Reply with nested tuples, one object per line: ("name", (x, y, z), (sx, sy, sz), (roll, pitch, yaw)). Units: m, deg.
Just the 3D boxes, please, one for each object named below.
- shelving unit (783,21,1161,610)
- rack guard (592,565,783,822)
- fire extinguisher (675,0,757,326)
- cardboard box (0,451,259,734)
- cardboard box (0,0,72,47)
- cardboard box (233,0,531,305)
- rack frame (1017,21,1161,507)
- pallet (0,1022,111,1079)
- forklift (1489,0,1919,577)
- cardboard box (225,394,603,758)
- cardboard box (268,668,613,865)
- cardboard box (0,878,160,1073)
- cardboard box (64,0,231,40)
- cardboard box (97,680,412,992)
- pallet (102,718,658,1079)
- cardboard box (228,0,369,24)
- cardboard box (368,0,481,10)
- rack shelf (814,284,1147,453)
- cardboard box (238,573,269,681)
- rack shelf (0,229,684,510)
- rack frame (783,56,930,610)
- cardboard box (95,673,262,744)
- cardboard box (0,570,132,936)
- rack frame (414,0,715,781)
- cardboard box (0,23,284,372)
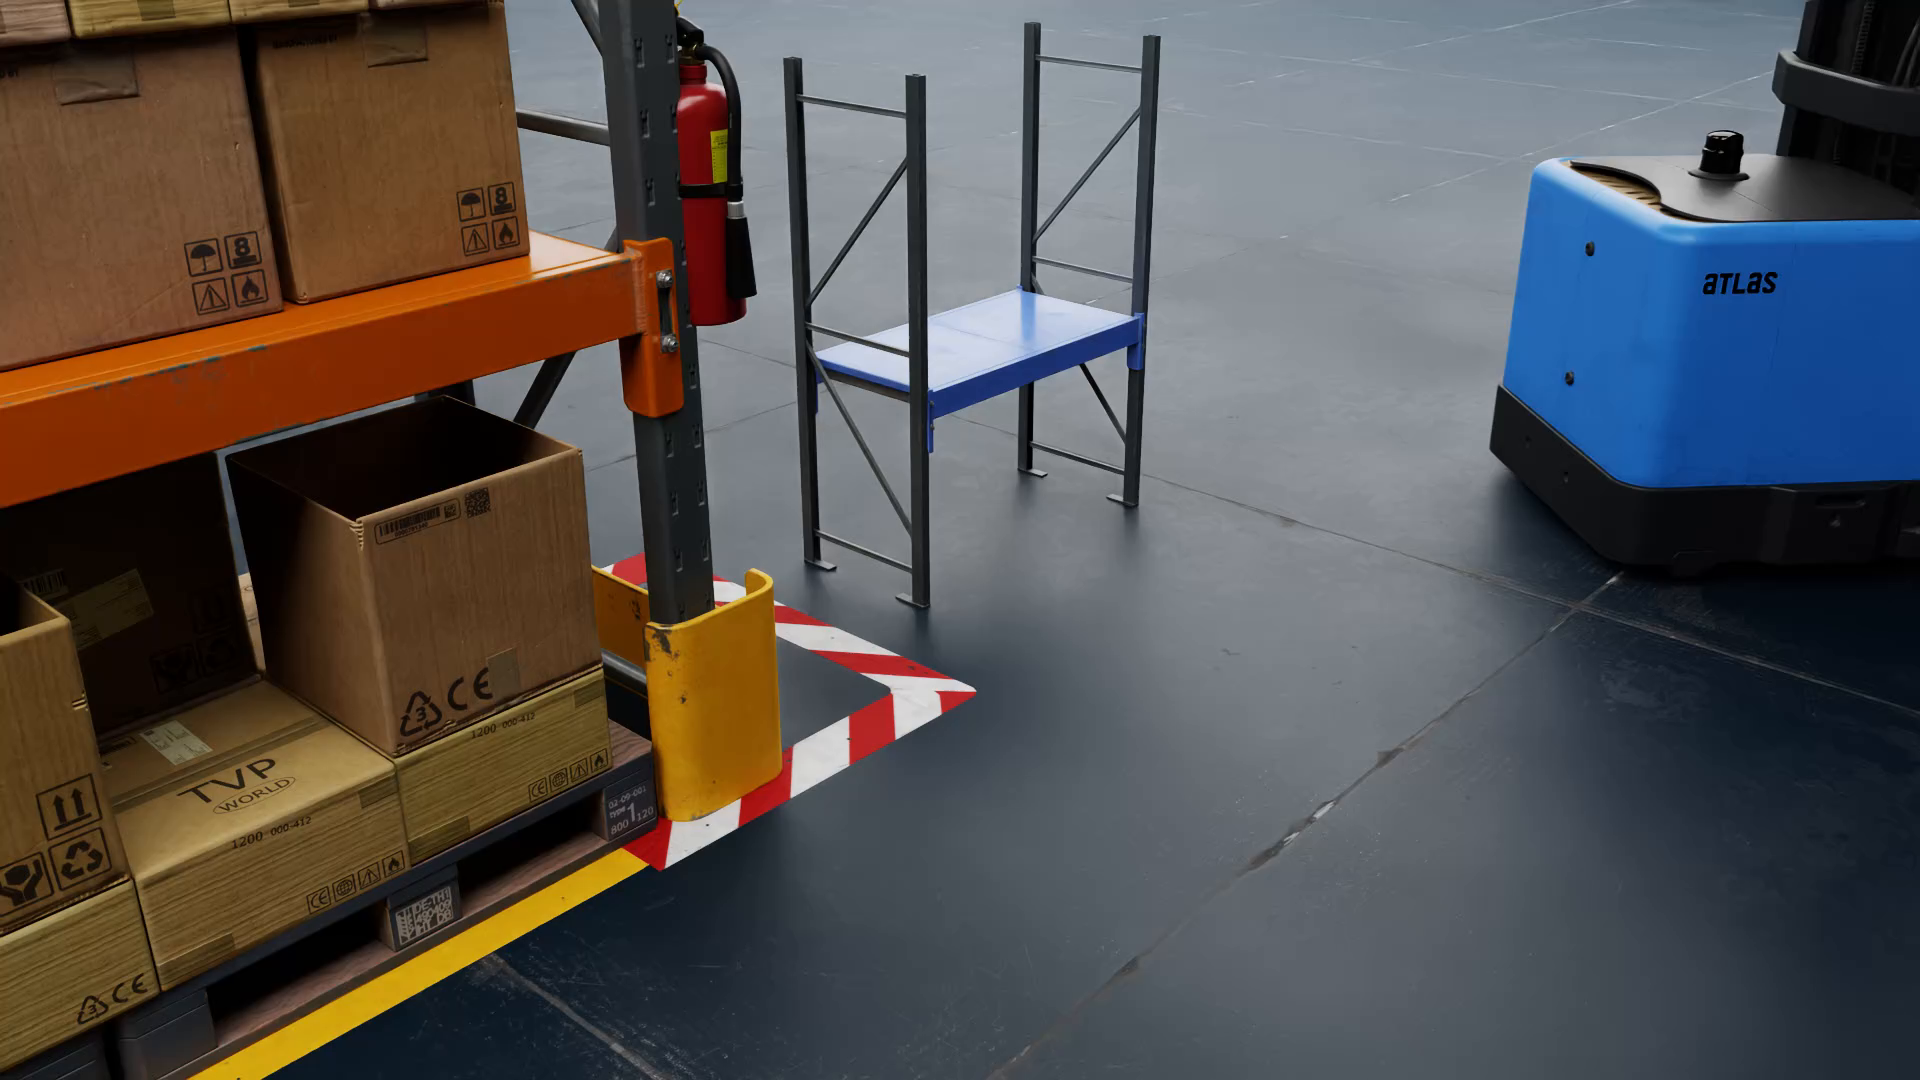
("shelving unit", (0.057, -0.710, 5.001), (0.538, 1.500, 1.048), (20, 31, 38))
("rack guard", (-0.952, 0.217, 4.154), (1.175, 0.500, 0.348), (20, 31, 38))
("fire extinguisher", (-0.543, -0.790, 3.440), (0.296, 0.674, 0.183), (20, 31, 38))
("cardboard box", (-1.823, 0.060, 3.380), (0.500, 0.500, 0.500), (20, 31, 38))
("cardboard box", (-1.595, -0.855, 2.576), (0.380, 0.149, 0.250), (21, 31, 38))
("cardboard box", (-1.289, -0.823, 3.297), (0.700, 0.500, 0.500), (20, 31, 38))
("rack frame", (0.396, -0.865, 5.347), (0.500, 1.500, 0.032), (20, 31, 38))
("pallet", (-2.261, 0.971, 2.827), (1.003, 0.211, 1.213), (20, 31, 38))
("forklift", (3.384, -1.461, 4.925), (3.031, 2.935, 1.130), (-2, 24, -5))
("cardboard box", (-1.104, 0.050, 3.404), (0.500, 0.500, 0.500), (20, 31, 38))
("cardboard box", (-1.106, 0.391, 3.559), (0.500, 0.250, 0.500), (20, 31, 38))
("cardboard box", (-1.763, 0.700, 2.871), (0.500, 0.250, 0.500), (20, 31, 38))
("cardboard box", (-1.425, -0.931, 2.745), (0.380, 0.149, 0.250), (20, 31, 37))
("cardboard box", (-1.430, 0.547, 3.212), (0.500, 0.250, 0.500), (20, 31, 38))
("pallet", (-1.447, 0.601, 3.652), (1.003, 0.211, 1.213), (20, 31, 38))
("cardboard box", (-1.254, -1.009, 2.919), (0.380, 0.149, 0.250), (21, 32, 39))
("cardboard box", (-1.081, -1.089, 3.098), (0.380, 0.149, 0.250), (20, 31, 37))
("rack shelf", (0.057, -0.546, 5.075), (0.538, 0.185, 1.000), (20, 31, 38))
("cardboard box", (-1.491, 0.250, 3.874), (0.500, 0.250, 0.500), (20, 31, 38))
("rack shelf", (-2.302, 0.022, 2.415), (1.077, 0.370, 4.000), (20, 31, 38))
("rack frame", (-0.282, -0.555, 4.656), (0.500, 1.500, 0.032), (20, 31, 38))
("cardboard box", (-1.822, 0.403, 3.532), (0.500, 0.250, 0.500), (20, 31, 38))
("cardboard box", (-1.760, 0.358, 2.716), (0.500, 0.500, 0.500), (20, 31, 38))
("rack frame", (-0.968, -0.916, 3.627), (1.000, 3.000, 0.127), (20, 31, 38))
("cardboard box", (-1.636, -0.662, 2.937), (0.700, 0.500, 0.500), (21, 32, 39))
